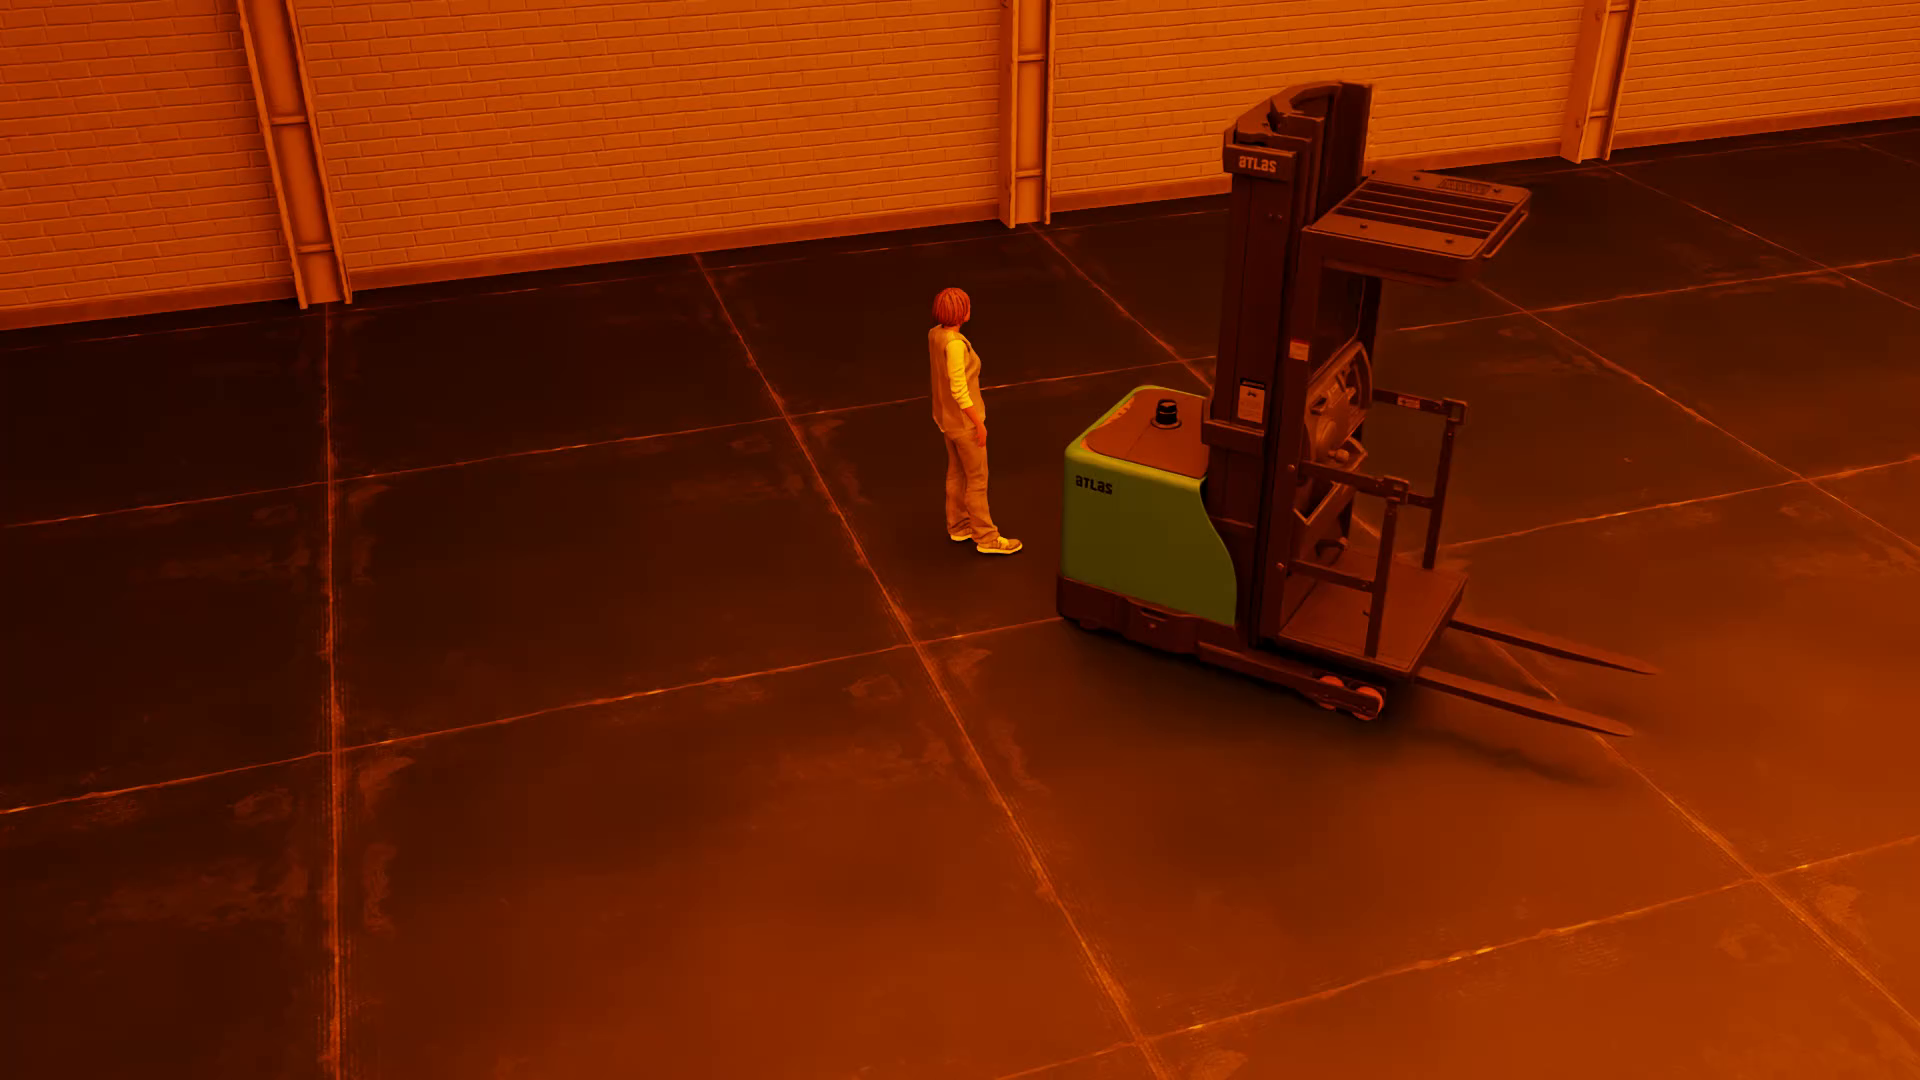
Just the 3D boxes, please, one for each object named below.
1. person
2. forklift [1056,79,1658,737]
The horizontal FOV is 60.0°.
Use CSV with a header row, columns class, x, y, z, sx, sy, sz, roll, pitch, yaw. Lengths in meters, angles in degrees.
class,x,y,z,sx,sy,sz,roll,pitch,yaw
person,0.074,-0.704,9.633,0.475,1.597,0.520,-10,31,-16
forklift,2.068,-0.661,8.236,3.031,2.935,1.130,16,34,26
